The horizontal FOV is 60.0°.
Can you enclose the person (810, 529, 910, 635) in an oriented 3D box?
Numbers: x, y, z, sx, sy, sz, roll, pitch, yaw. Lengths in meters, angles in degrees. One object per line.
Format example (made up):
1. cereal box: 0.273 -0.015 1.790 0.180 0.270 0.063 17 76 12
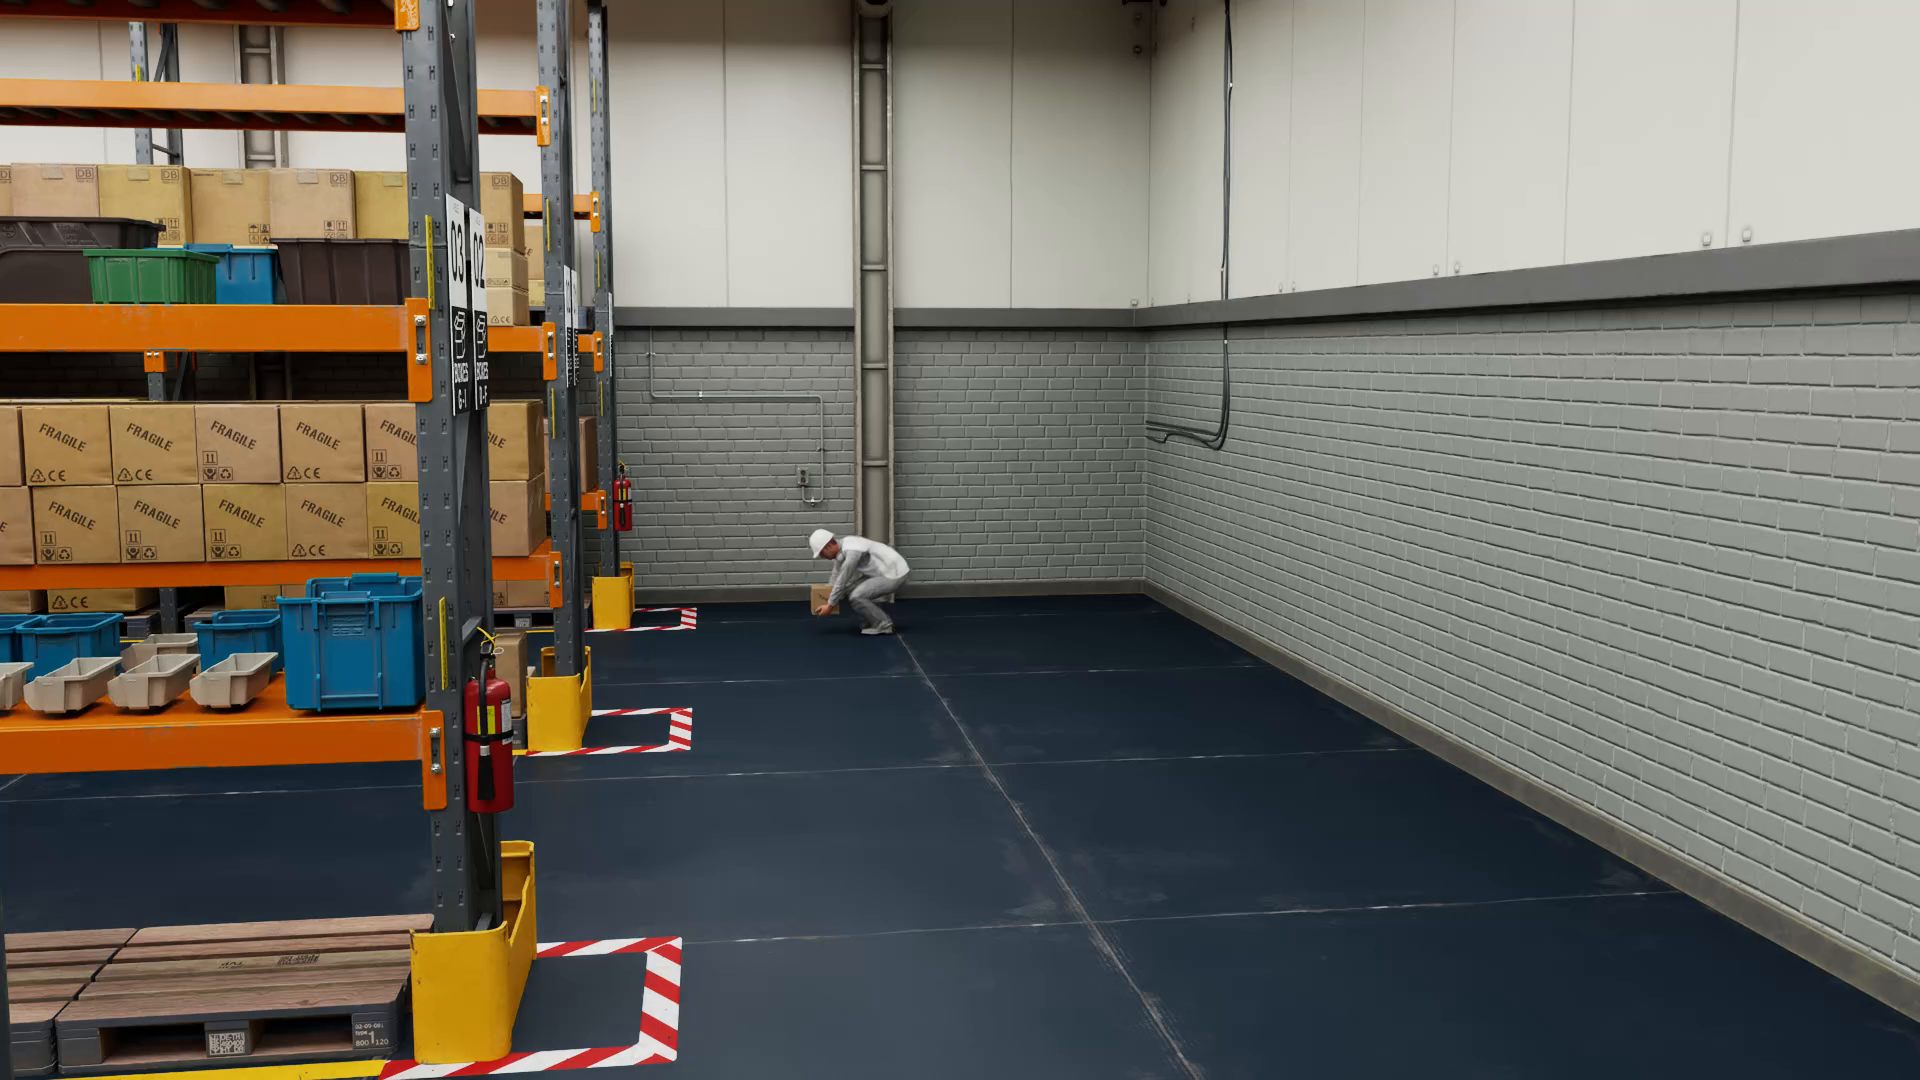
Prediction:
1. person: -0.948 0.386 15.674 0.935 0.996 0.508 -1 7 -10
